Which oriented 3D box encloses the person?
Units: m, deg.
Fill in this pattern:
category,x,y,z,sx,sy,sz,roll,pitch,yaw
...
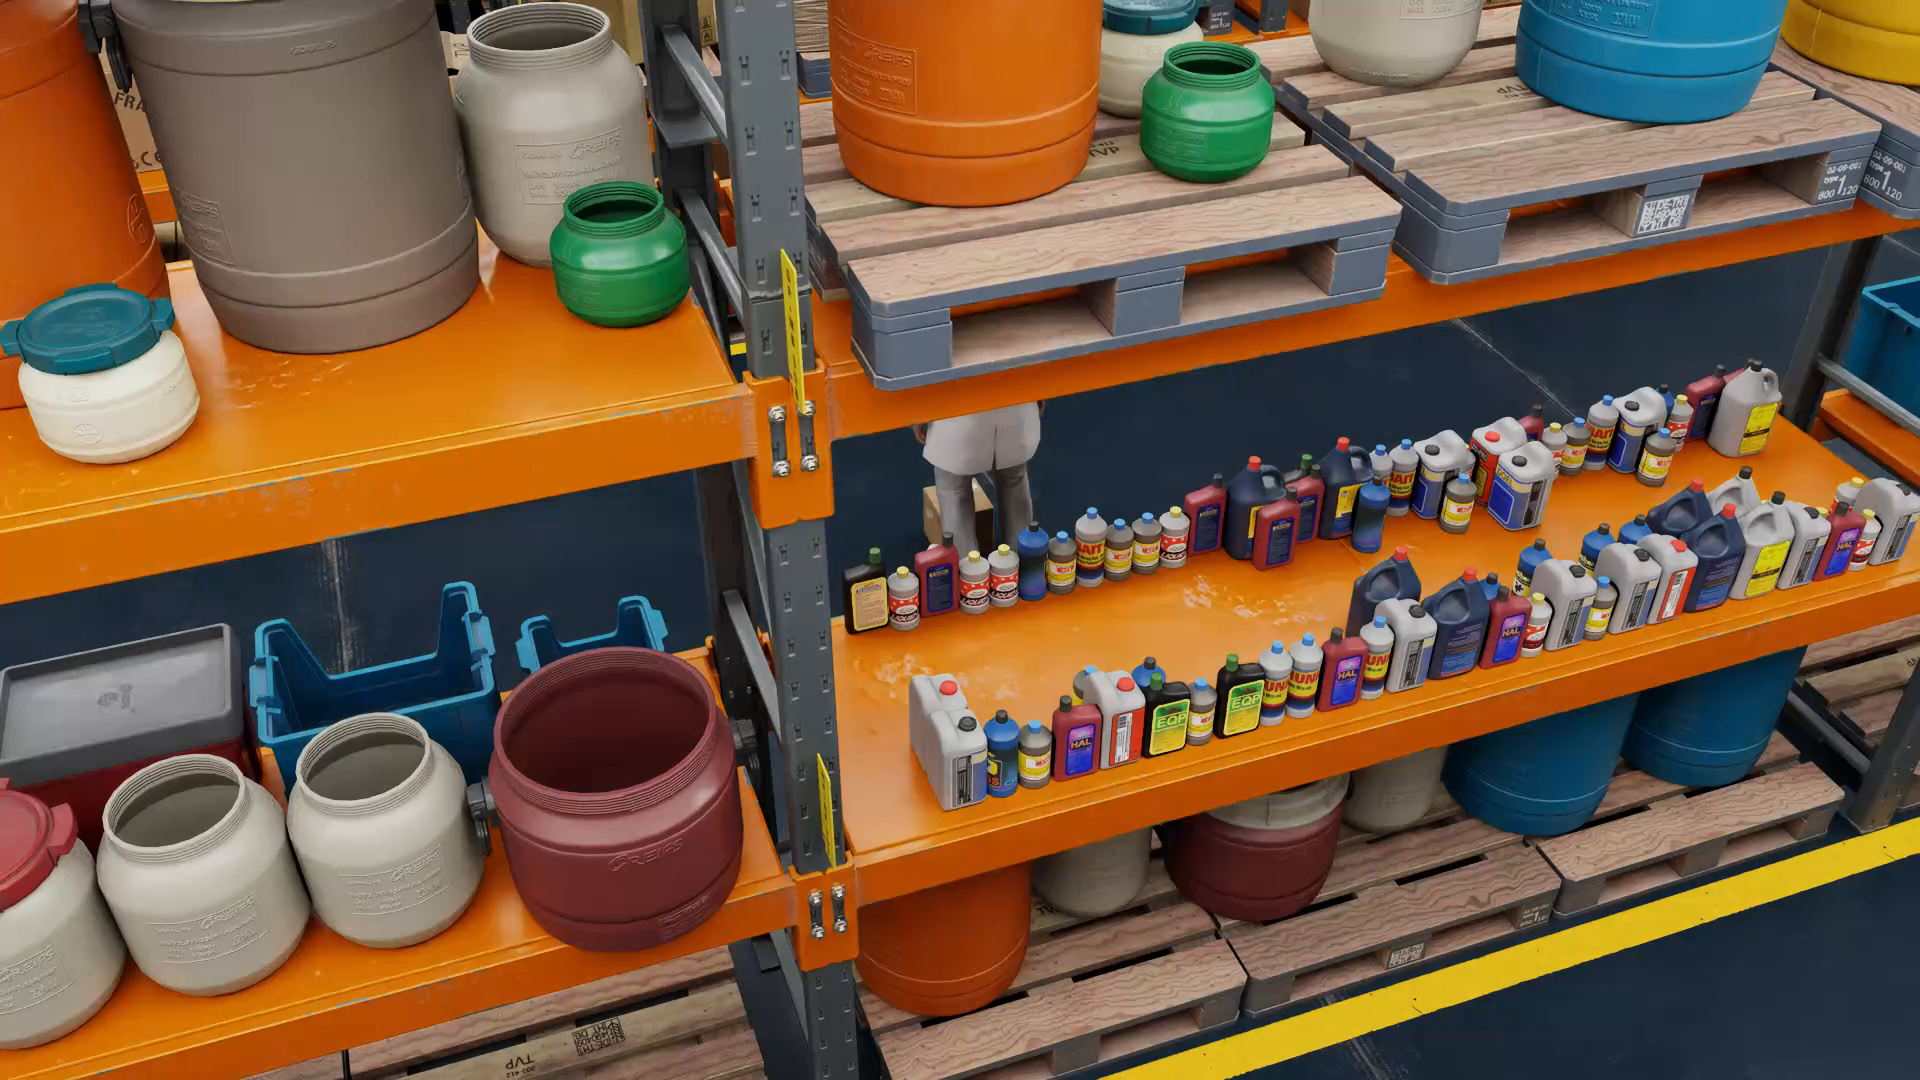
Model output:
category,x,y,z,sx,sy,sz,roll,pitch,yaw
person,0.091,-0.562,6.903,0.642,1.773,0.427,-12,39,-16
